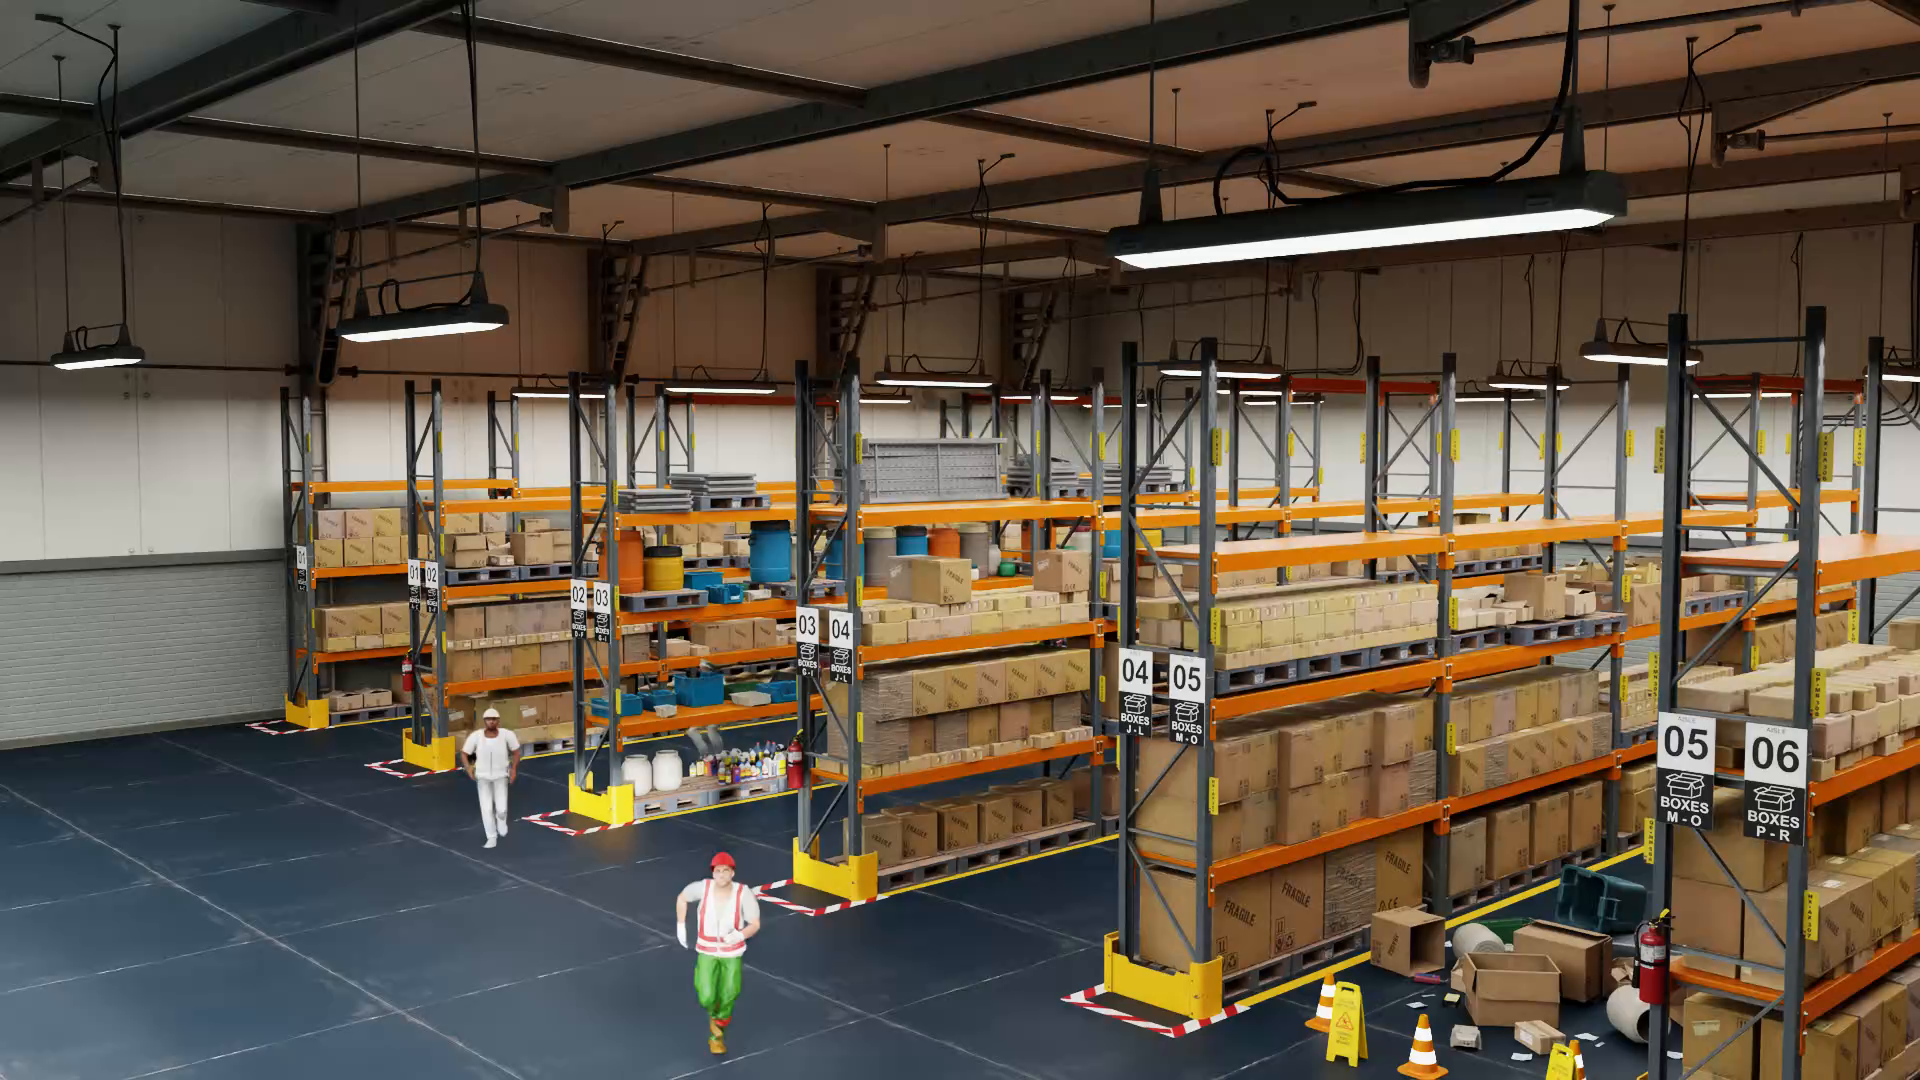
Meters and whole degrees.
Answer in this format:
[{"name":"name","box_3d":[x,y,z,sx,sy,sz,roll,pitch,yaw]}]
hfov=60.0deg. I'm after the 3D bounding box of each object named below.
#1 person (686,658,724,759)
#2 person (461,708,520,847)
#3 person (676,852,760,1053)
[{"name":"person","box_3d":[-3.935,2.669,25.947,0.565,1.682,0.702,3,5,42]},{"name":"person","box_3d":[-5.895,2.966,20.901,0.722,1.729,0.580,-1,4,-14]},{"name":"person","box_3d":[-1.996,3.419,13.669,0.709,1.726,0.681,0,4,-3]}]
